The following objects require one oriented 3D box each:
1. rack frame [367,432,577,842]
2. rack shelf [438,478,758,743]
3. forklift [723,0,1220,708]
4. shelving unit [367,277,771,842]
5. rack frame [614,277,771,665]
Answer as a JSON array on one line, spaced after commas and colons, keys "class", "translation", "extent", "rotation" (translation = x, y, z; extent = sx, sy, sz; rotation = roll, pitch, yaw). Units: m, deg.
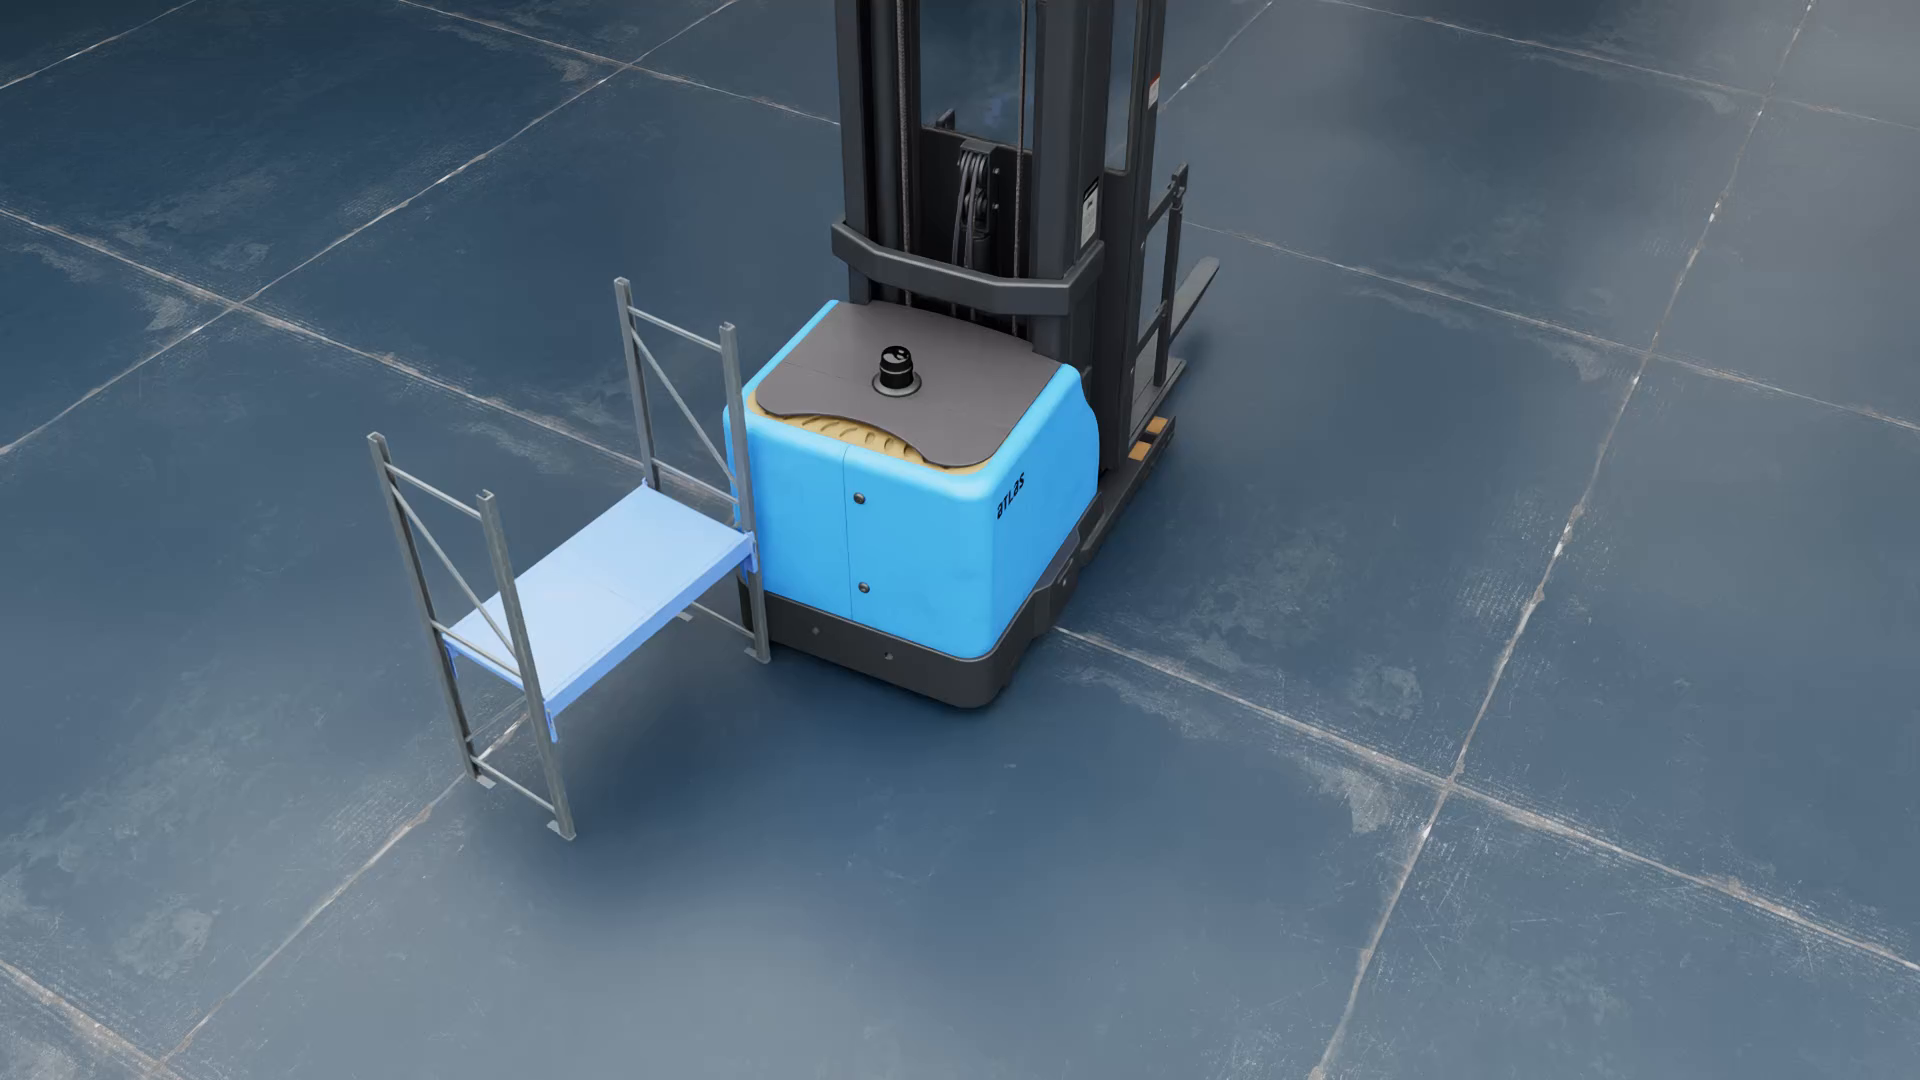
[{"class": "rack frame", "translation": [-1.508, 0.350, 5.217], "extent": [0.500, 1.500, 0.032], "rotation": [25, 47, 26]}, {"class": "rack shelf", "translation": [-1.215, 0.211, 5.648], "extent": [0.538, 0.185, 1.000], "rotation": [25, 47, 26]}, {"class": "forklift", "translation": [0.274, -1.470, 6.202], "extent": [1.130, 2.935, 3.031], "rotation": [18, 44, 19]}, {"class": "shelving unit", "translation": [-1.215, 0.076, 5.529], "extent": [0.538, 1.500, 1.048], "rotation": [25, 47, 26]}, {"class": "rack frame", "translation": [-0.922, -0.199, 5.841], "extent": [0.500, 1.500, 0.032], "rotation": [25, 47, 26]}]
